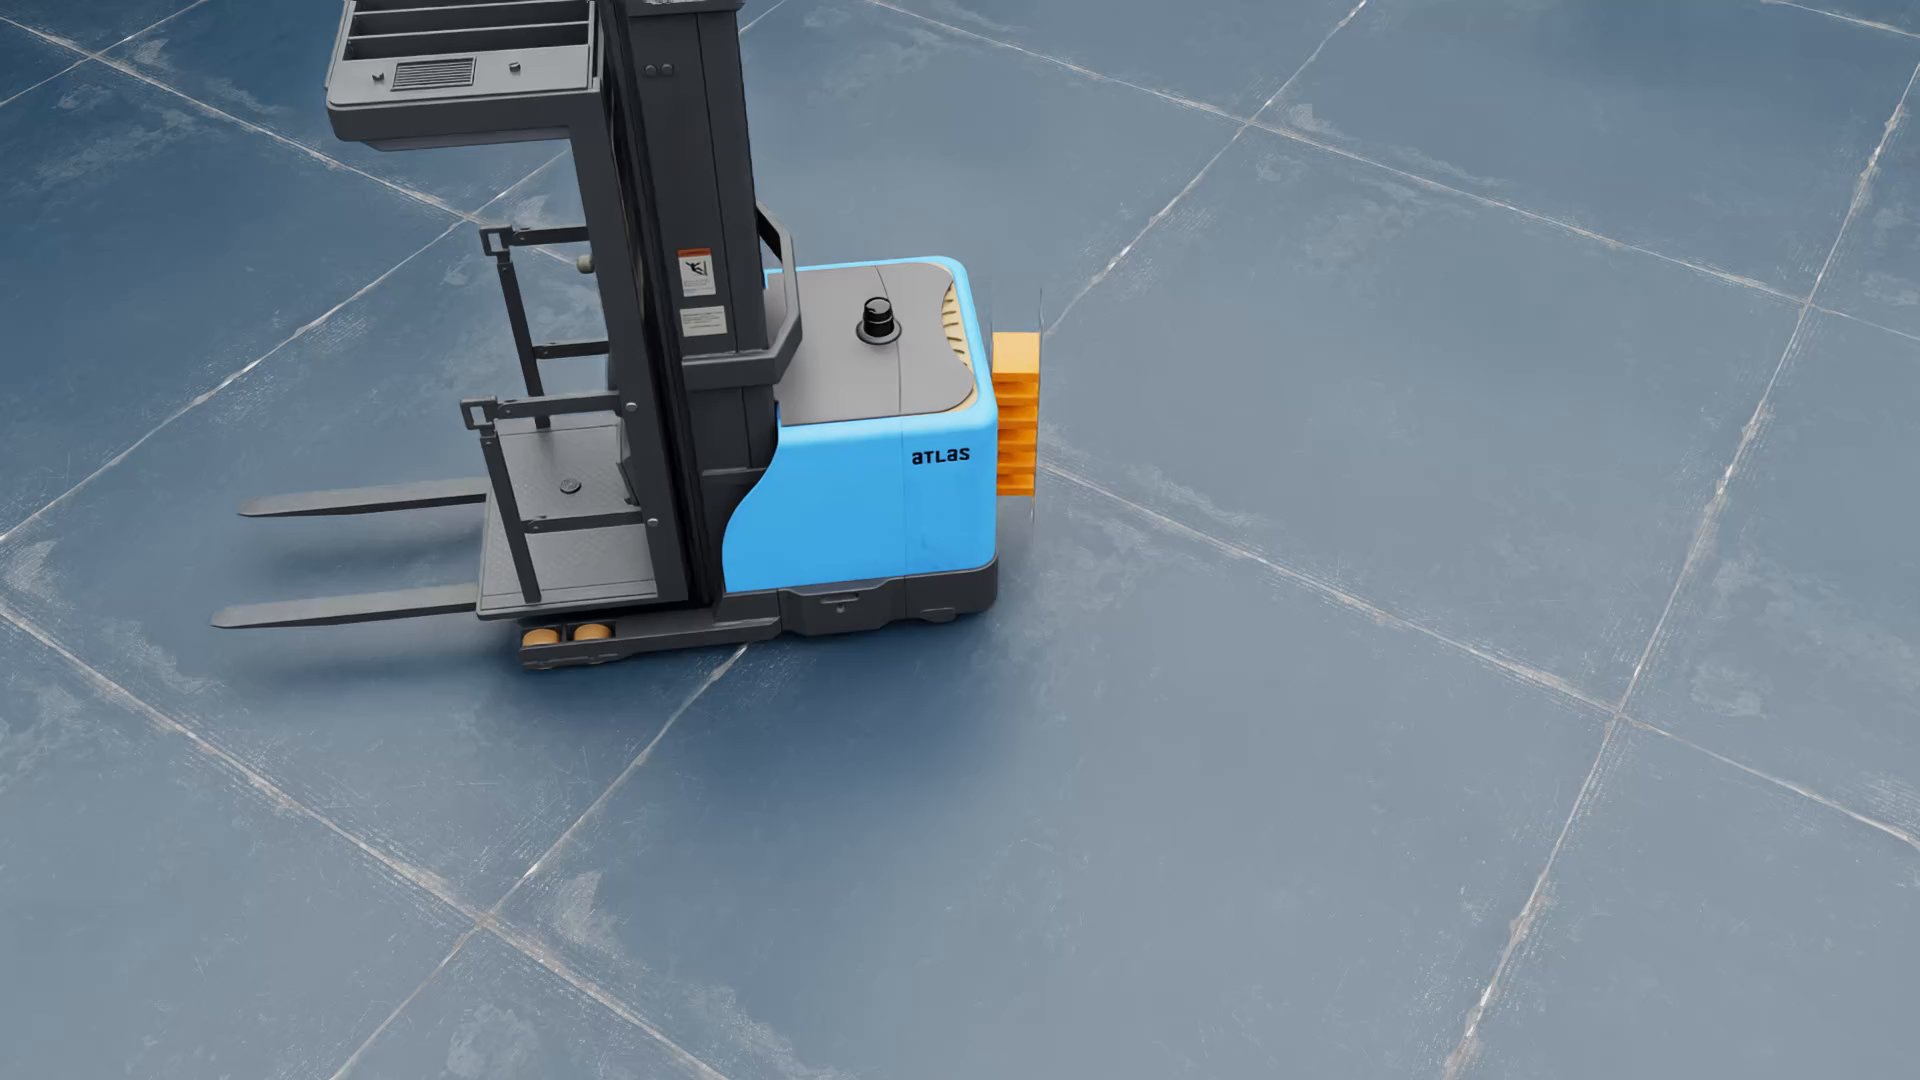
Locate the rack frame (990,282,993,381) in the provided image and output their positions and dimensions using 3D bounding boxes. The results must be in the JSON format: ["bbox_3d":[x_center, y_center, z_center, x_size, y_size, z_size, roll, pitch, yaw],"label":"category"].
[{"bbox_3d":[0.120,-0.464,6.586,0.006,1.200,0.240,1,46,1],"label":"rack frame"}]

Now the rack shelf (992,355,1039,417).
[{"bbox_3d":[0.211,-0.599,6.445,0.180,0.103,0.258,1,46,1],"label":"rack shelf"}]

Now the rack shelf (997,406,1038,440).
[{"bbox_3d":[0.211,-0.516,6.531,0.180,0.103,0.258,1,46,1],"label":"rack shelf"}]

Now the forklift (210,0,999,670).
[{"bbox_3d":[-1.408,-0.923,5.825,3.031,2.935,1.130,-6,46,-5],"label":"forklift"}]

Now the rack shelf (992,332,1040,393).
[{"bbox_3d":[0.211,-0.683,6.359,0.180,0.103,0.258,1,46,1],"label":"rack shelf"}]

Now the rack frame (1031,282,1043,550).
[{"bbox_3d":[0.303,-0.462,6.584,0.006,1.200,0.240,1,46,1],"label":"rack frame"}]

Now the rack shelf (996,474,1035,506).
[{"bbox_3d":[0.211,-0.265,6.789,0.180,0.103,0.258,1,46,1],"label":"rack shelf"}]

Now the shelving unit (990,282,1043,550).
[{"bbox_3d":[0.211,-0.463,6.585,0.189,1.200,0.258,1,46,1],"label":"shelving unit"}]

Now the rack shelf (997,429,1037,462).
[{"bbox_3d":[0.211,-0.432,6.617,0.180,0.103,0.258,1,46,1],"label":"rack shelf"}]

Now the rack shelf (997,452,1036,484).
[{"bbox_3d":[0.211,-0.349,6.703,0.180,0.103,0.258,1,46,1],"label":"rack shelf"}]
